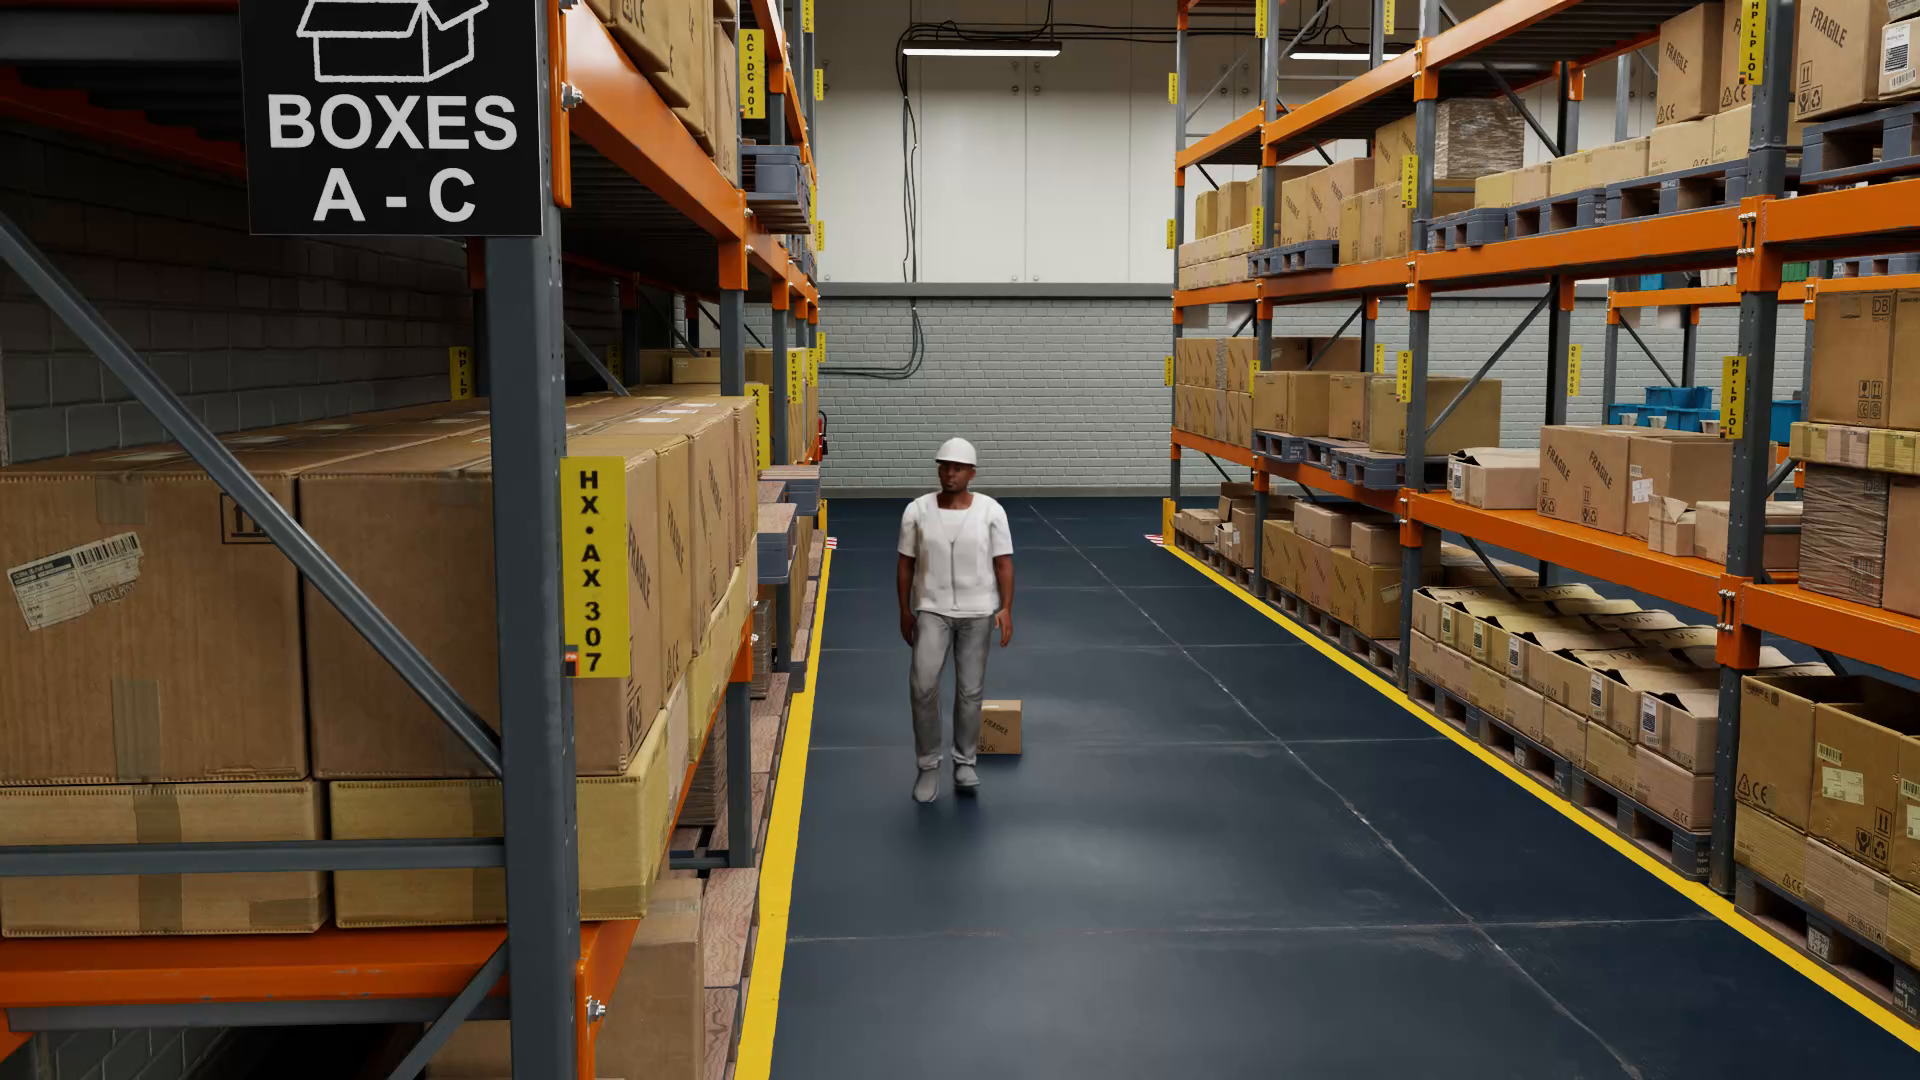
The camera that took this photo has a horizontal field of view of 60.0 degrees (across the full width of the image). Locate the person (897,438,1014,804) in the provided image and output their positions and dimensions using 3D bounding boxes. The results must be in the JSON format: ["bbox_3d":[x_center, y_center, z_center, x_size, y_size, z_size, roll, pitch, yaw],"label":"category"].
[{"bbox_3d":[-0.024,0.399,8.261,0.584,1.808,0.482,0,7,-1],"label":"person"}]
